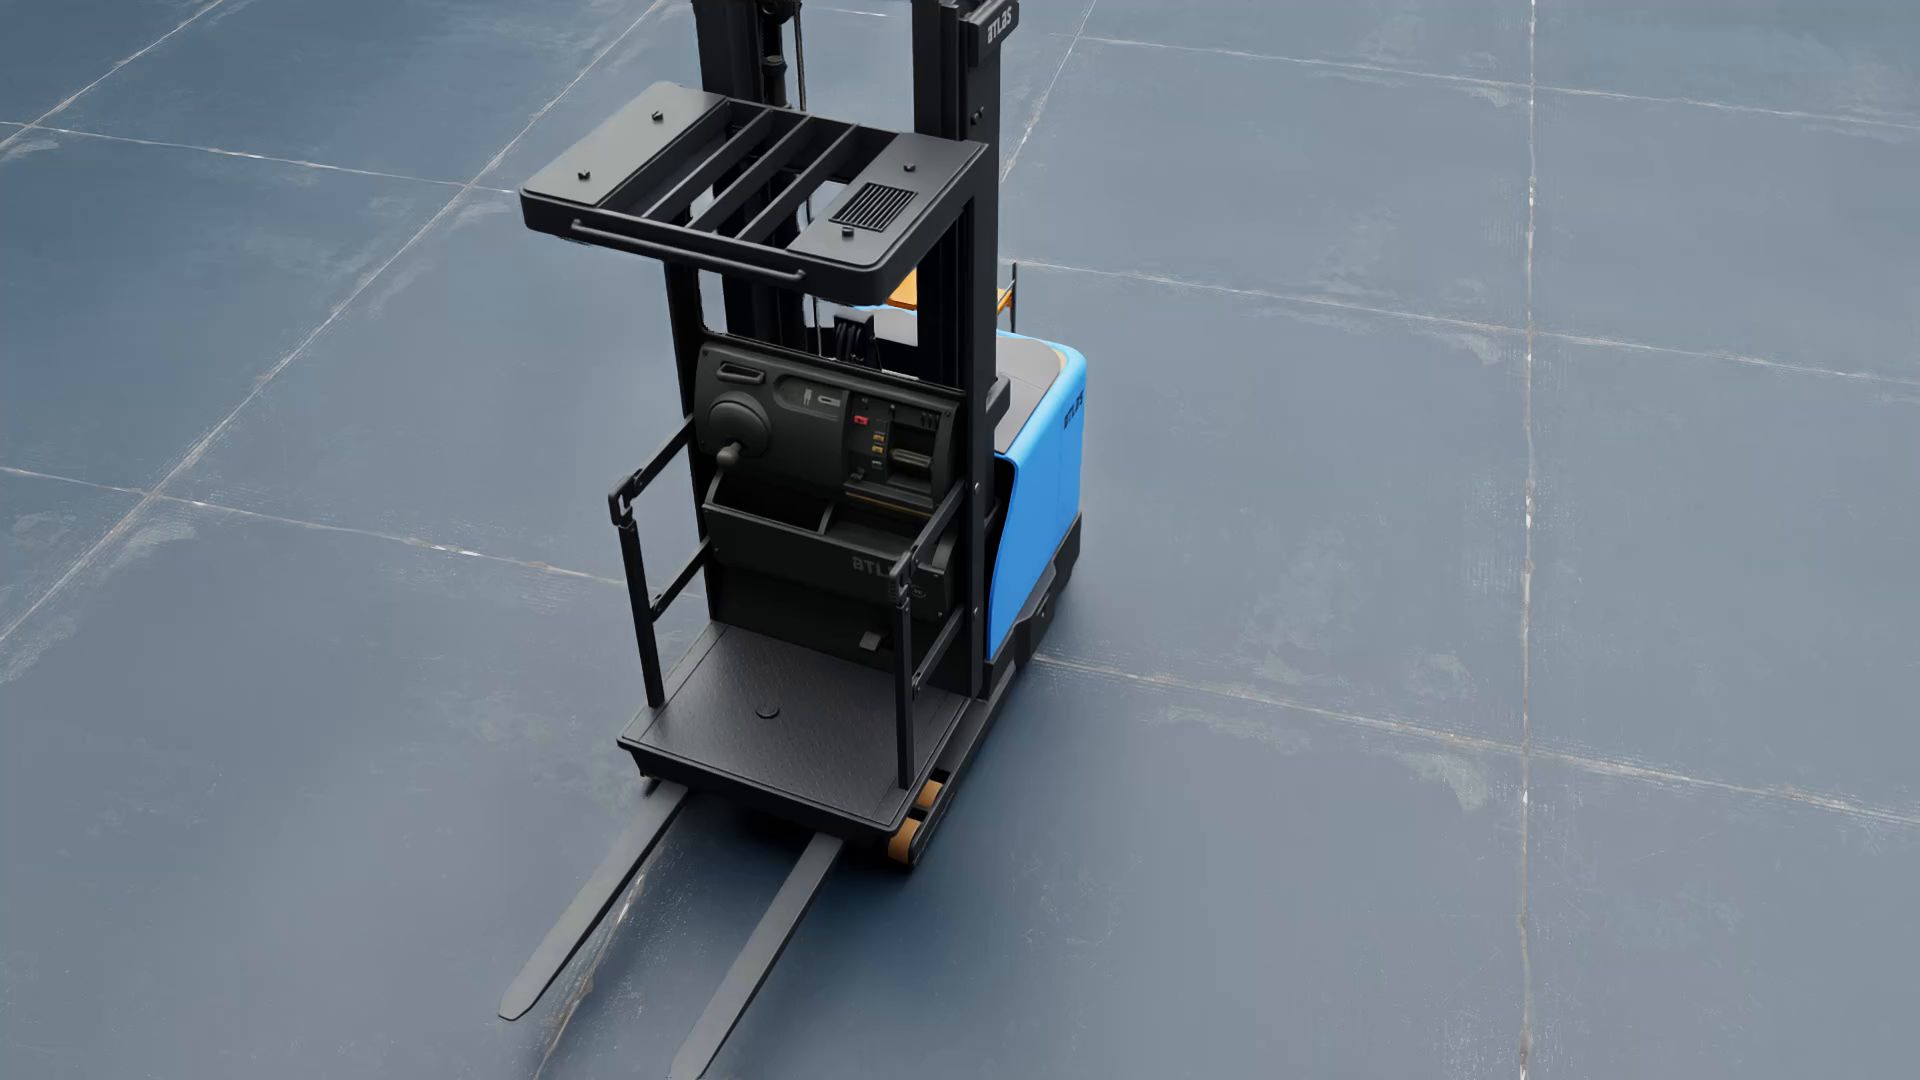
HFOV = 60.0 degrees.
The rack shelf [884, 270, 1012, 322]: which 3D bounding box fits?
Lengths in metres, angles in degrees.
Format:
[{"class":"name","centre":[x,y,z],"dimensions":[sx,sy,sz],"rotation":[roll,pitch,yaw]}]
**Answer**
[{"class":"rack shelf","centre":[-0.045,-0.956,6.844],"dimensions":[0.480,0.148,0.258],"rotation":[15,42,17]}]

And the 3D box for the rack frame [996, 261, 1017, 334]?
[{"class":"rack frame","centre":[0.180,-0.595,7.025],"dimensions":[0.015,1.200,0.240],"rotation":[15,42,17]}]

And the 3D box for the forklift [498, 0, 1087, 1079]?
[{"class":"forklift","centre":[-0.535,-0.292,5.319],"dimensions":[1.130,2.935,3.031],"rotation":[15,42,17]}]

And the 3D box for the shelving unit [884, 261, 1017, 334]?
[{"class":"shelving unit","centre":[-0.045,-0.655,7.097],"dimensions":[0.503,1.200,0.258],"rotation":[15,42,17]}]
